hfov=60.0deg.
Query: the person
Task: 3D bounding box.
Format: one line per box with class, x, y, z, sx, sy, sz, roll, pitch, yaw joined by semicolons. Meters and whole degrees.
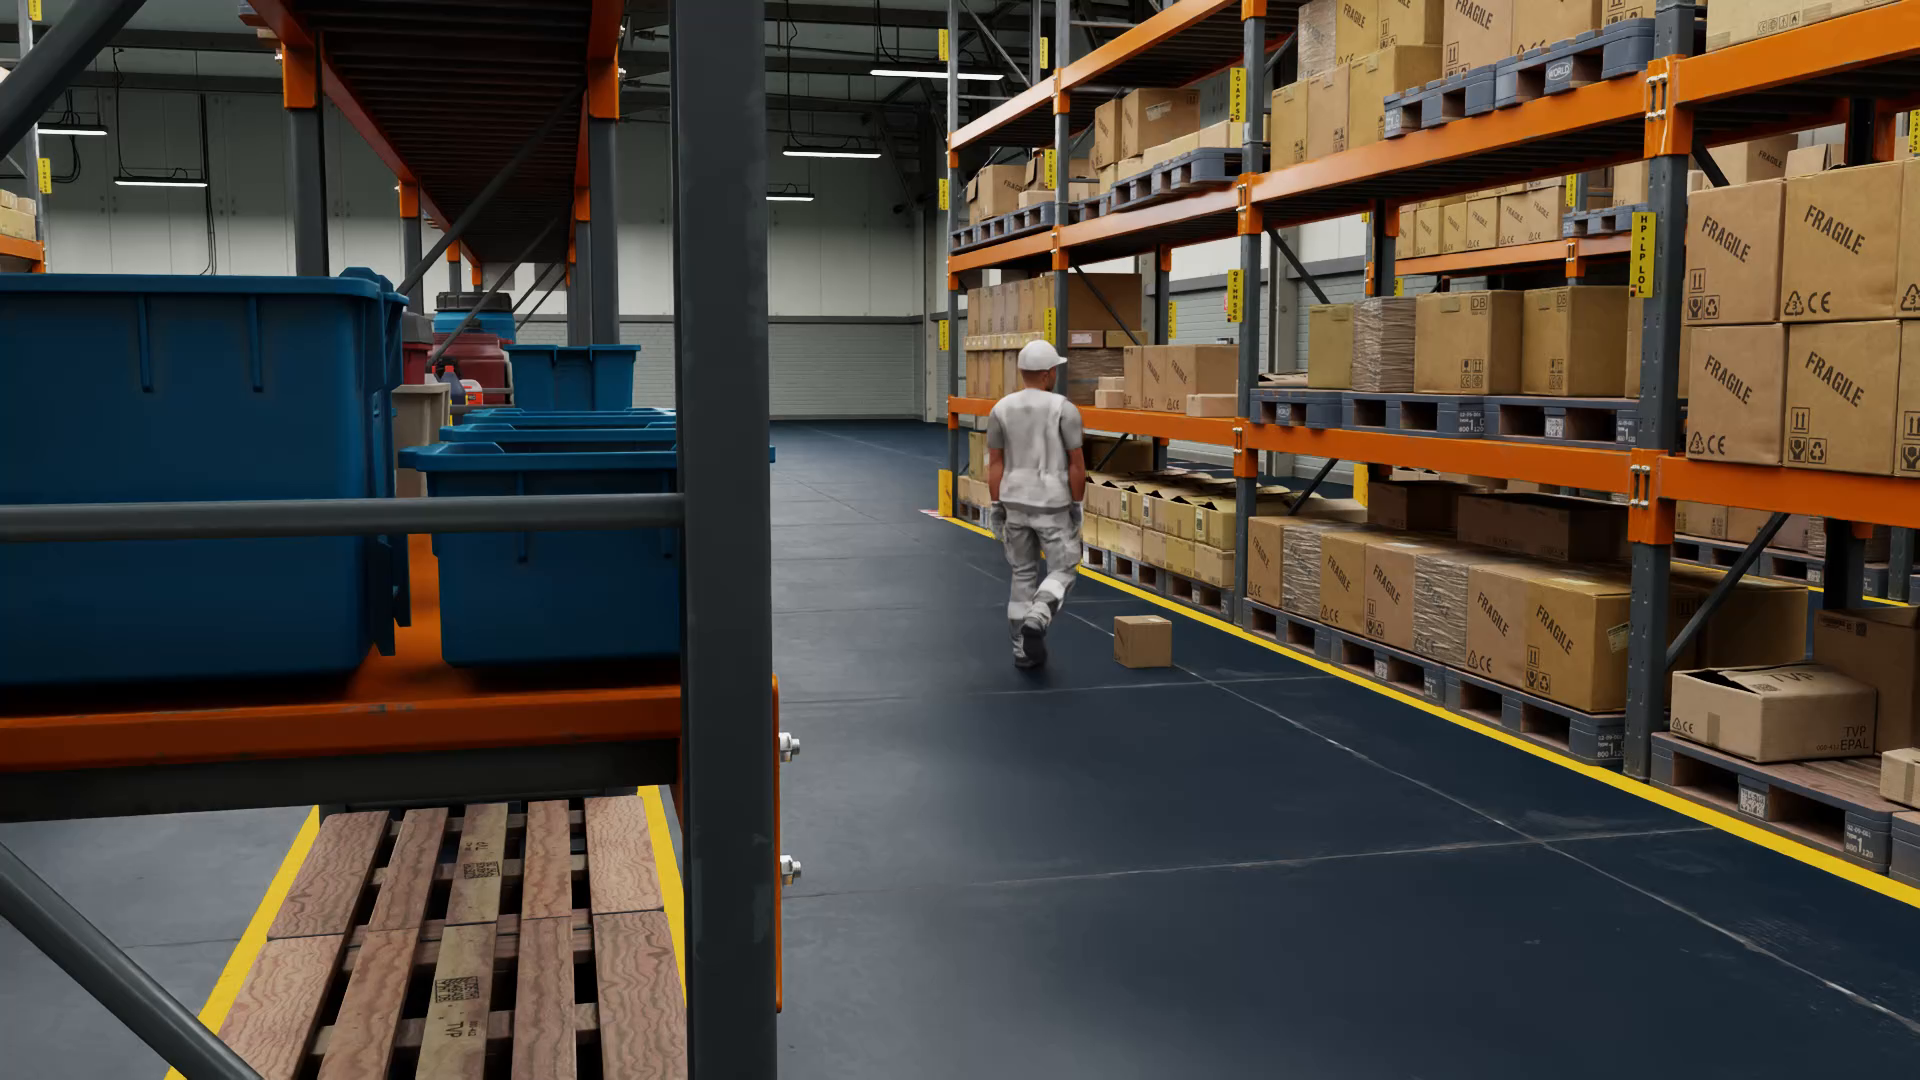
person;0.406;-0.173;8.848;0.541;1.773;0.709;2;6;21
